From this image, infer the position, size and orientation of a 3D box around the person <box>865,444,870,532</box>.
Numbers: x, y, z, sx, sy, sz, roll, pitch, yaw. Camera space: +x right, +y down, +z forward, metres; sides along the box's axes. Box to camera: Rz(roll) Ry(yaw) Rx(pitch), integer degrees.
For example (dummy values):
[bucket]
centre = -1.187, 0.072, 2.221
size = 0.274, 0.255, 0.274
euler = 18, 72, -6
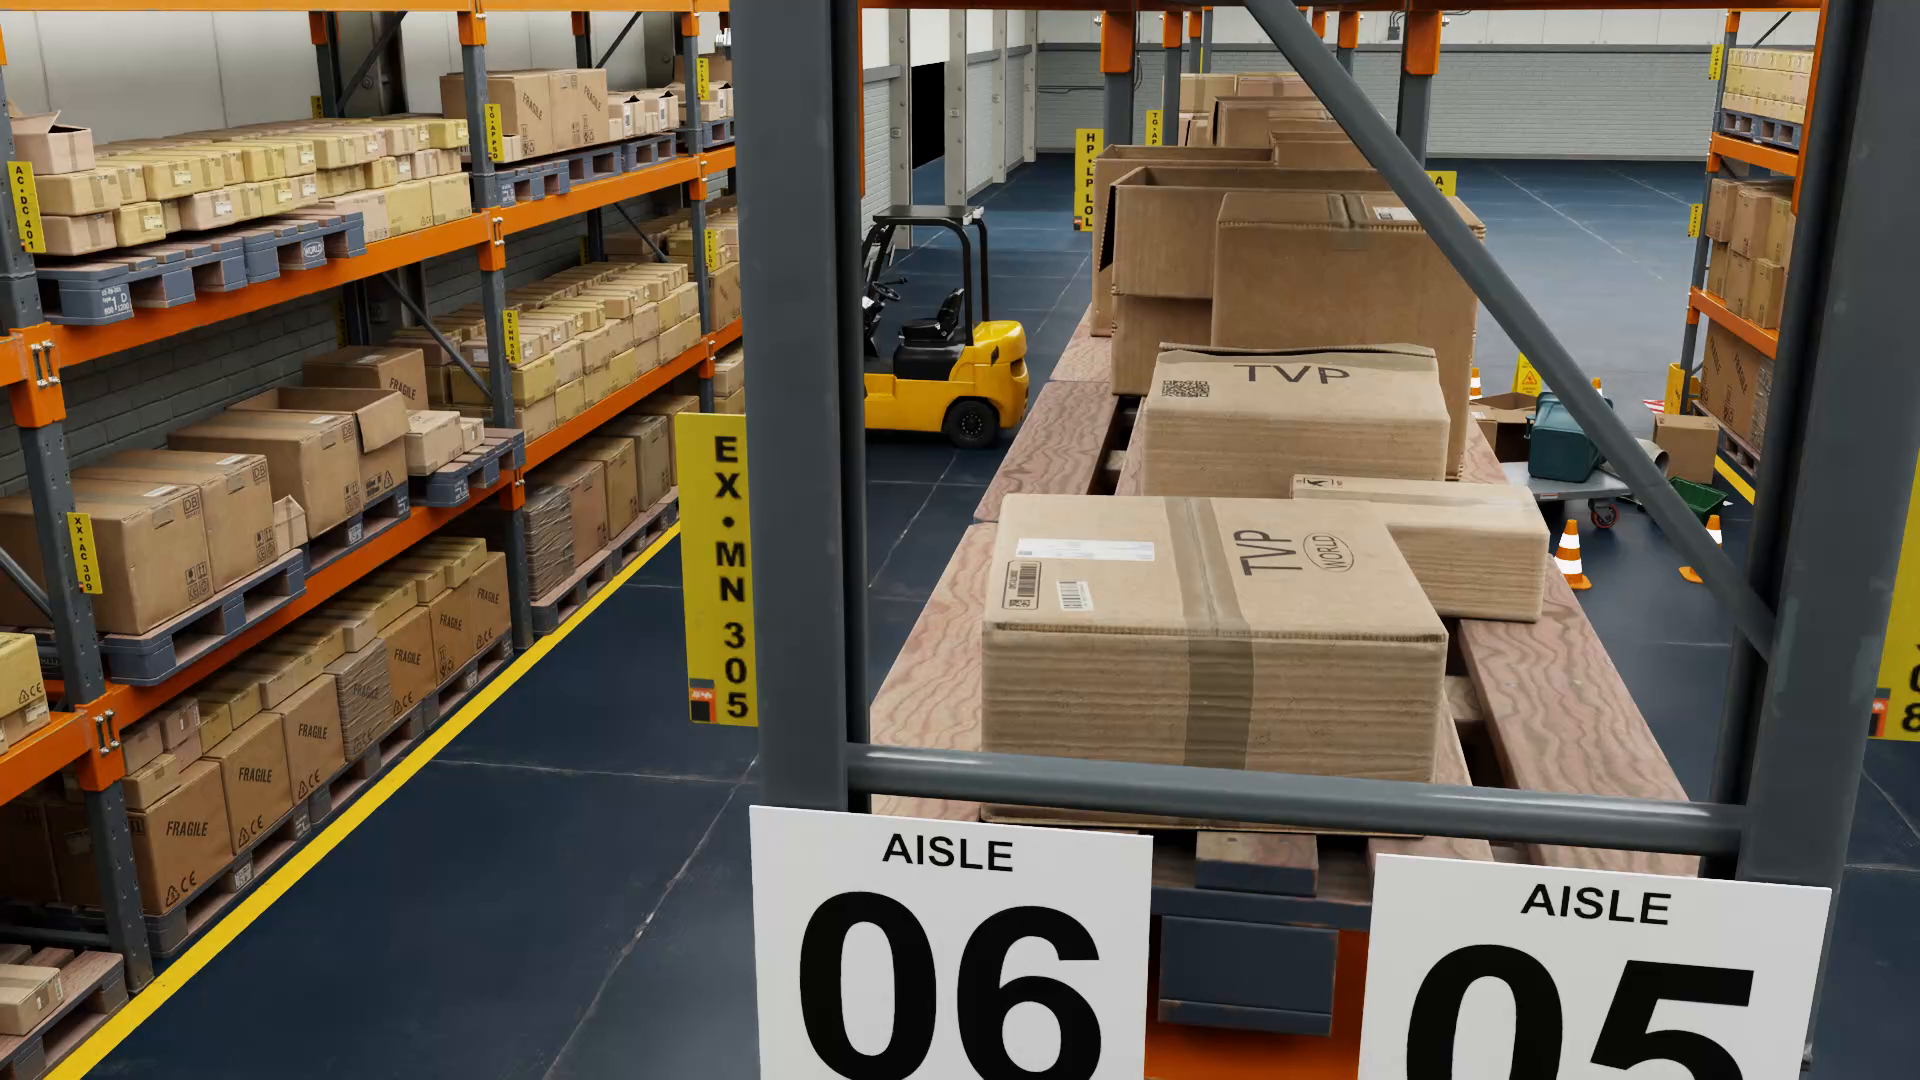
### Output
[person]
centre = -0.910, -0.237, 11.046
size = 0.611, 1.654, 0.515
euler = 3, 18, 10
